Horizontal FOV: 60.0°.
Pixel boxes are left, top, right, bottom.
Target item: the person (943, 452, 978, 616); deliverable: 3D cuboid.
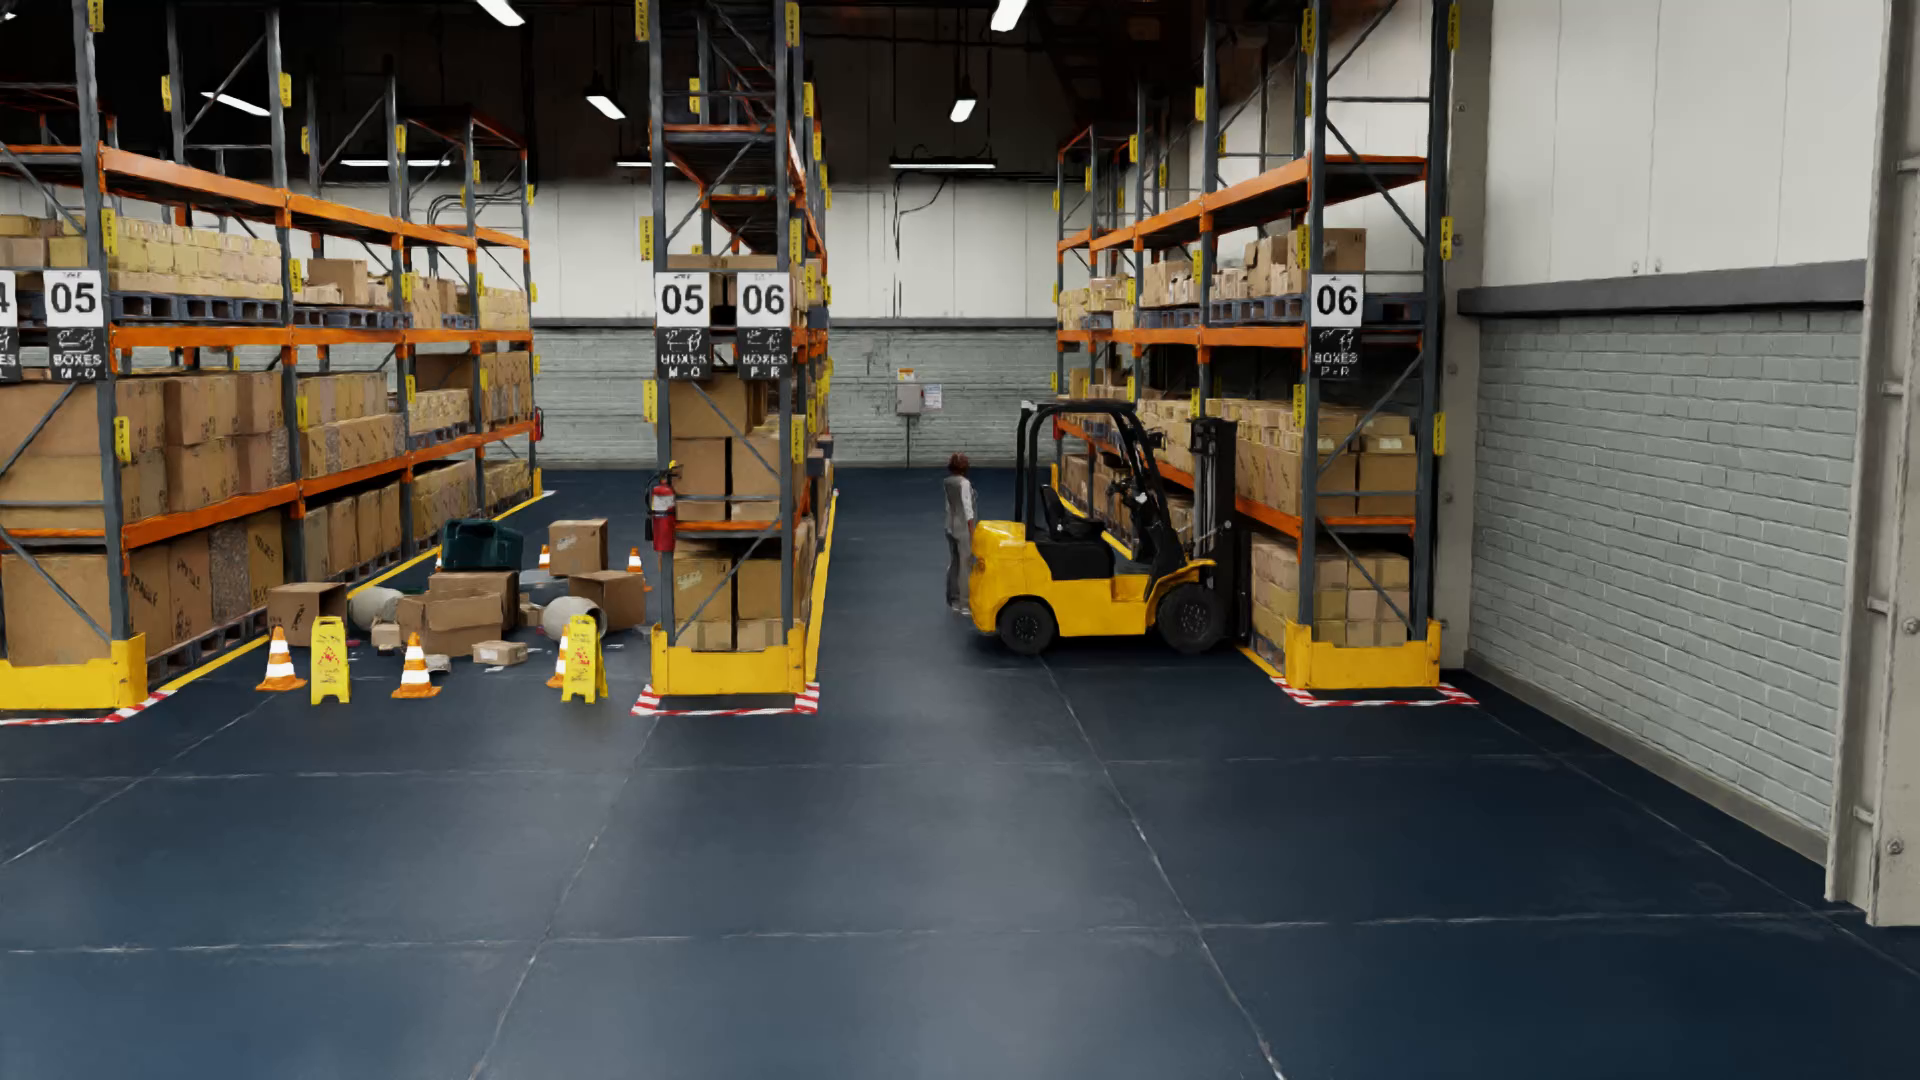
[{"bbox_3d":[0.021,-0.065,16.296,0.336,1.607,0.473,-4,8,-26],"label":"person"}]
